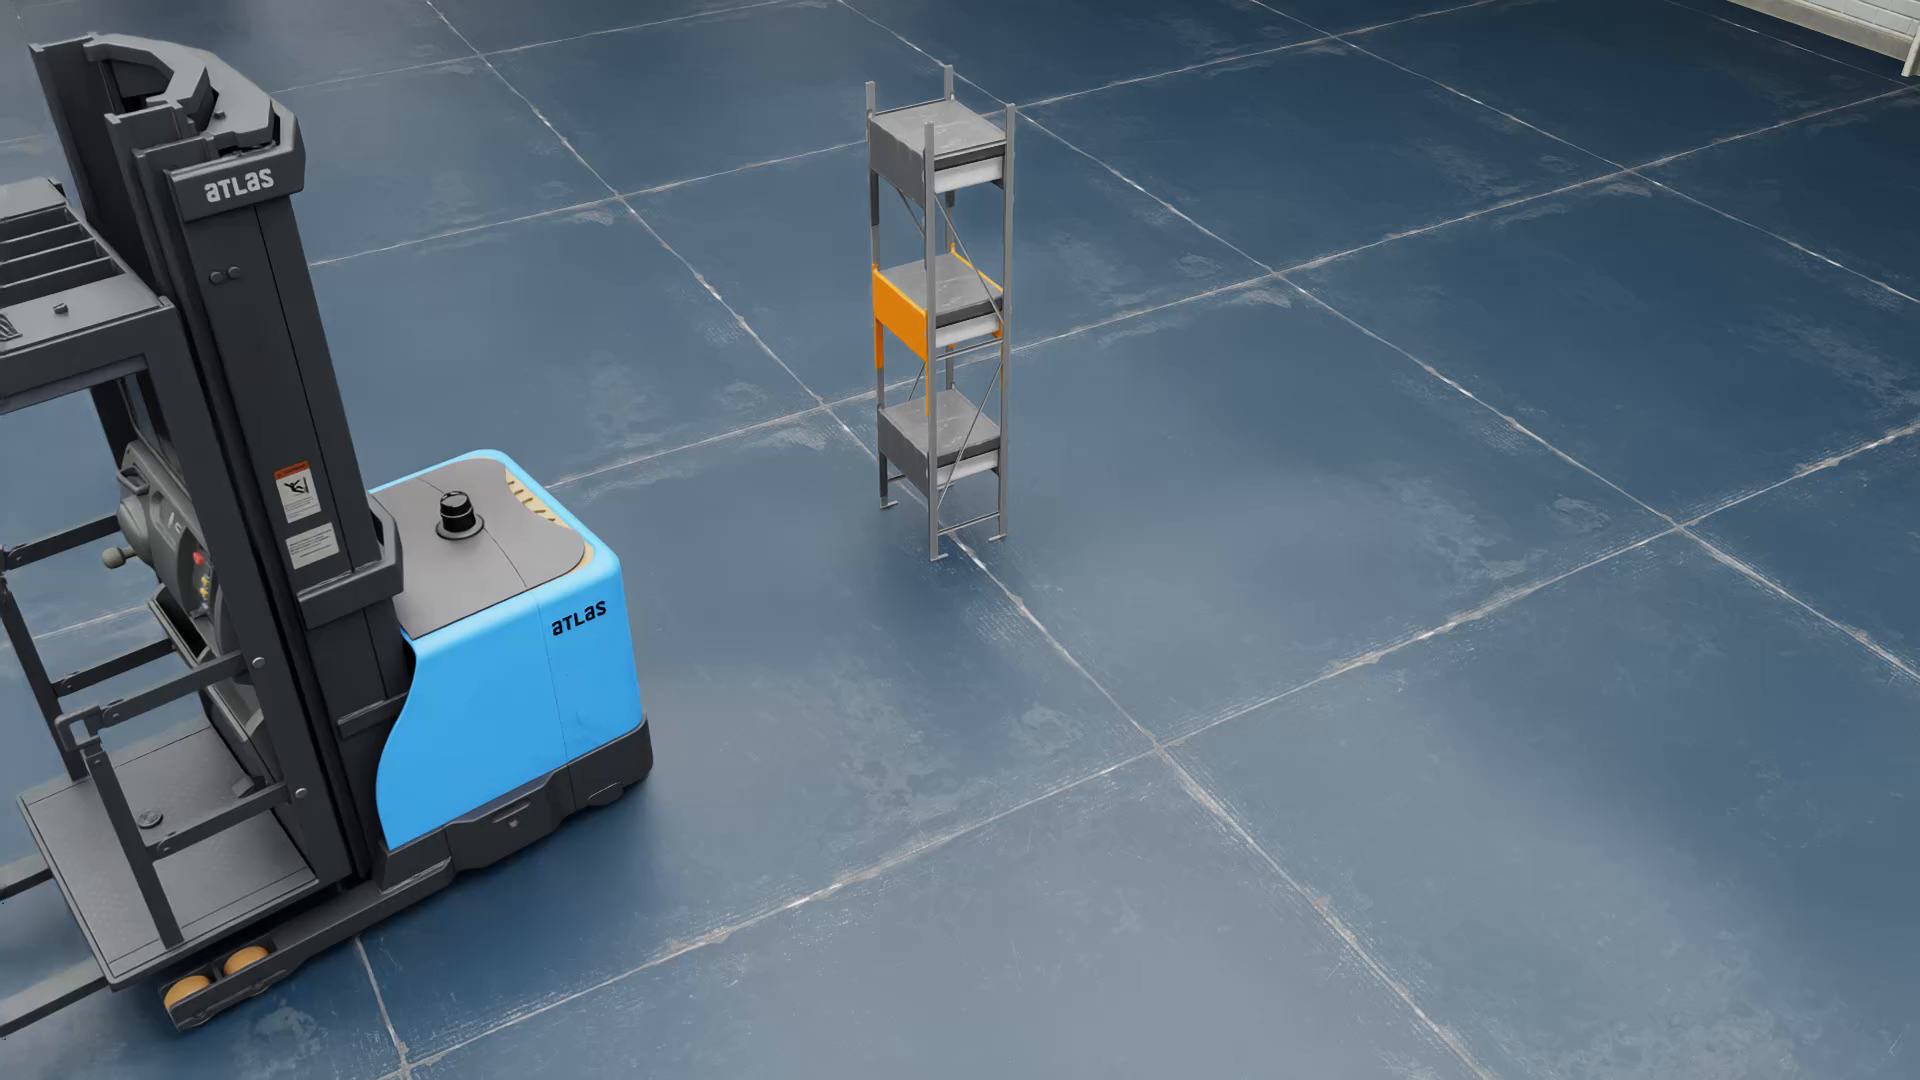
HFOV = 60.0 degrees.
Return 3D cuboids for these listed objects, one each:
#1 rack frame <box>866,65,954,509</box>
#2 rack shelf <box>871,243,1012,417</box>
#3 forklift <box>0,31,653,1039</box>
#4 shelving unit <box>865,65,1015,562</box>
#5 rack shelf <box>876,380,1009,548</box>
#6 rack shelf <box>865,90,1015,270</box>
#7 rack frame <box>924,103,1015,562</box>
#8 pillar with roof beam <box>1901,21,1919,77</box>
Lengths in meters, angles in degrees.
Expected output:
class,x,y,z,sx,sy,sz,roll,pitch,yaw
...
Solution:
class,x,y,z,sx,sy,sz,roll,pitch,yaw
rack frame,-0.206,-1.057,7.417,0.400,2.100,0.015,-19,40,-24
rack shelf,-0.083,-0.921,7.254,0.431,0.518,0.480,-19,40,-24
forklift,-2.647,0.080,5.155,3.031,2.935,1.130,-26,43,-31
shelving unit,-0.083,-0.932,7.246,0.431,2.100,0.503,-19,40,-24
rack shelf,-0.083,-0.356,7.667,0.431,0.518,0.480,-19,40,-24
rack shelf,-0.083,-1.487,6.841,0.431,0.518,0.480,-19,40,-24
rack frame,0.039,-0.808,7.076,0.400,2.100,0.015,-19,40,-24
pillar with roof beam,3.620,-5.821,8.091,9.100,9.000,0.400,-19,40,-24
